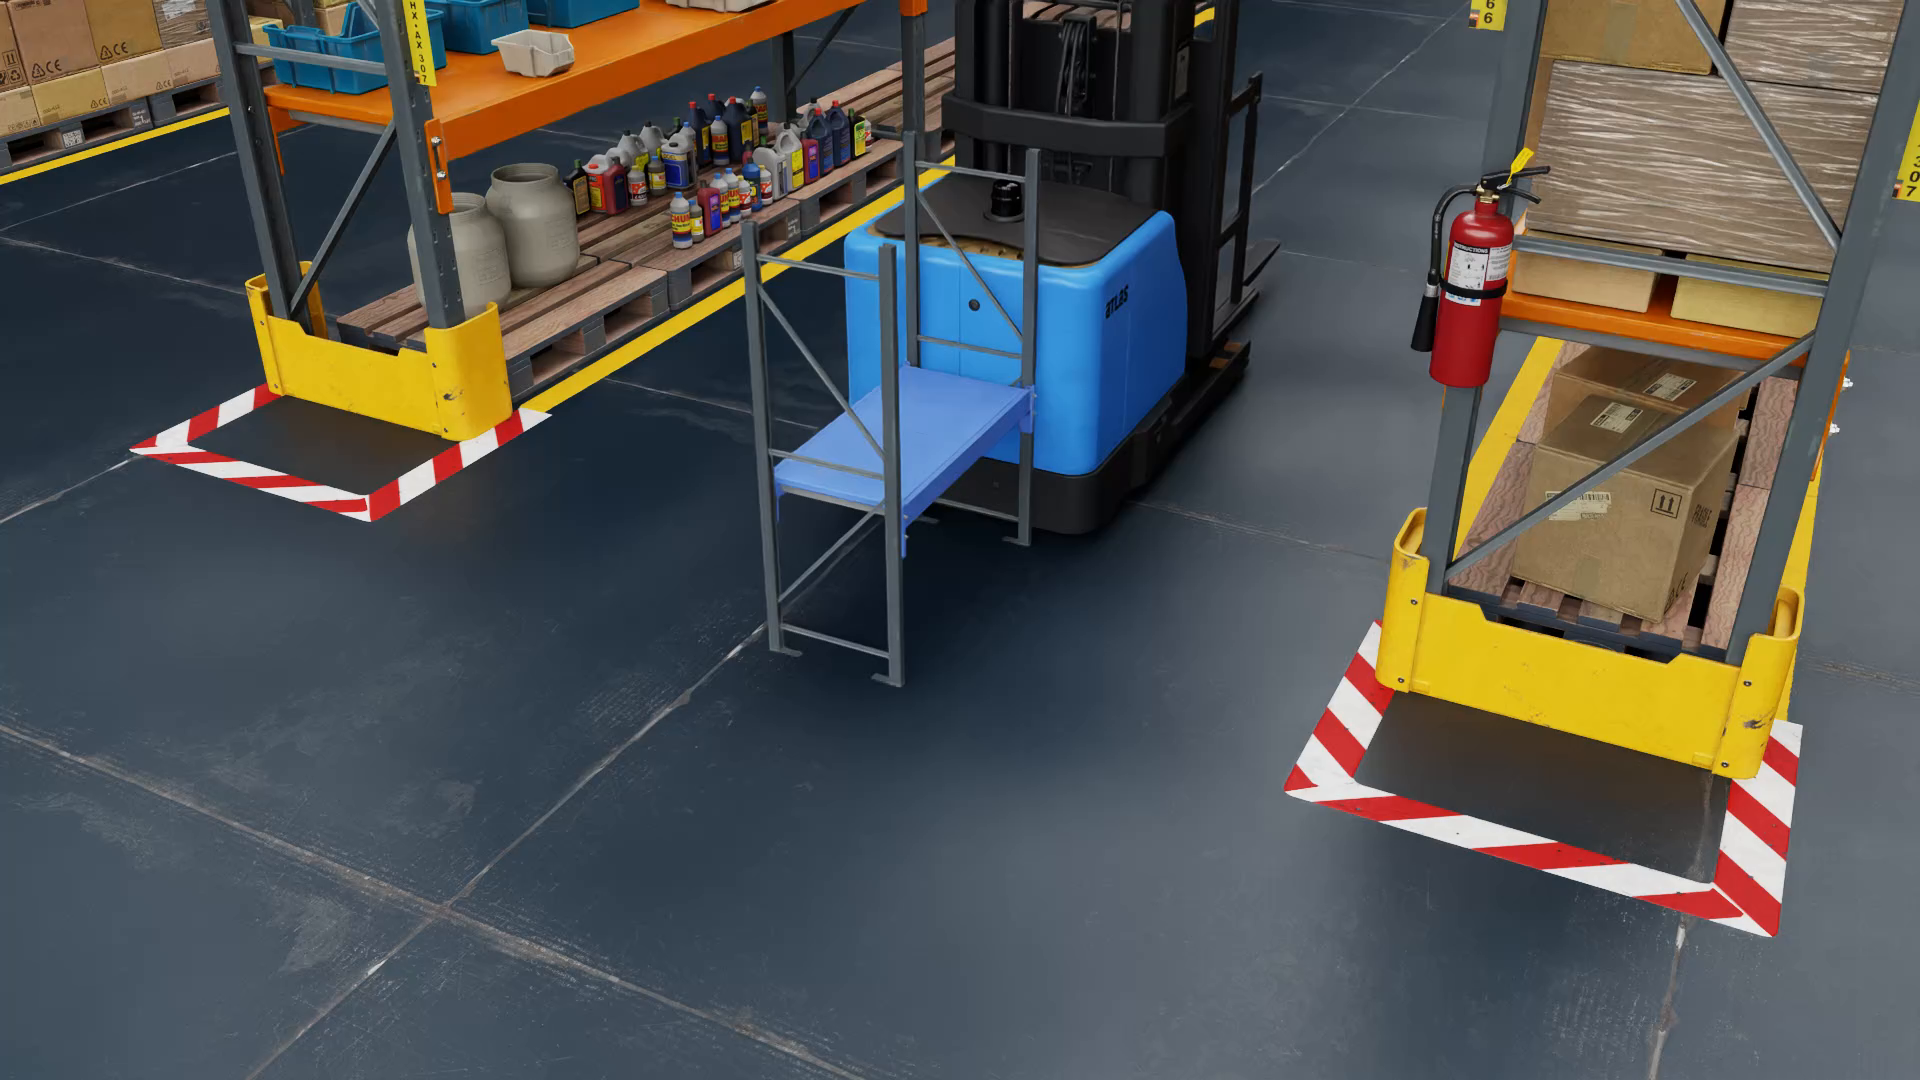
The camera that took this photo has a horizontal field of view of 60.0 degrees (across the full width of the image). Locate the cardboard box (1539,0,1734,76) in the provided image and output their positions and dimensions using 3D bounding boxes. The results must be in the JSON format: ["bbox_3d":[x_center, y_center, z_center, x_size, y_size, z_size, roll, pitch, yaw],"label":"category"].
[{"bbox_3d":[1.936,-1.650,4.709,0.500,0.500,0.500,14,33,23],"label":"cardboard box"}]

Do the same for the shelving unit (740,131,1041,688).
[{"bbox_3d":[-0.187,-0.457,5.540,0.538,1.500,1.048,14,33,22],"label":"shelving unit"}]

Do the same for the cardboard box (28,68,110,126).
[{"bbox_3d":[-5.784,-2.835,10.514,0.500,0.250,0.500,14,33,23],"label":"cardboard box"}]

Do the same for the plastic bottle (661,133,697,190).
[{"bbox_3d":[-1.555,-2.093,9.175,0.152,0.276,0.135,14,33,23],"label":"plastic bottle"}]

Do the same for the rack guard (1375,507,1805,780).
[{"bbox_3d":[1.940,0.306,5.215,1.175,0.500,0.348,14,33,23],"label":"rack guard"}]

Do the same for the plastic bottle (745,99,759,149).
[{"bbox_3d":[-1.245,-2.439,9.771,0.061,0.283,0.133,14,33,23],"label":"plastic bottle"}]

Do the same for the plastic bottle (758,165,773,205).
[{"bbox_3d":[-1.060,-1.910,8.932,0.097,0.201,0.097,0,30,0],"label":"plastic bottle"}]

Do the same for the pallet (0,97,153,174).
[{"bbox_3d":[-6.043,-2.672,10.690,1.003,0.211,1.213,14,33,23],"label":"pallet"}]

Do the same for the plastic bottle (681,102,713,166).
[{"bbox_3d":[-1.504,-2.336,9.524,0.144,0.351,0.185,13,32,21],"label":"plastic bottle"}]

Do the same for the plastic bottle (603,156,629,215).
[{"bbox_3d":[-1.823,-1.876,8.791,0.061,0.283,0.133,14,33,23],"label":"plastic bottle"}]

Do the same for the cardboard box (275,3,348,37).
[{"bbox_3d":[-4.685,-3.879,12.332,0.500,0.250,0.500,13,33,22],"label":"cardboard box"}]

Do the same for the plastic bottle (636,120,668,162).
[{"bbox_3d":[-1.698,-2.148,9.196,0.144,0.351,0.185,14,33,23],"label":"plastic bottle"}]

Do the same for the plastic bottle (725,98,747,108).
[{"bbox_3d":[-1.340,-2.460,9.814,0.152,0.276,0.135,16,33,25],"label":"plastic bottle"}]

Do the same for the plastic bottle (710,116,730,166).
[{"bbox_3d":[-1.377,-2.294,9.530,0.097,0.271,0.097,0,30,0],"label":"plastic bottle"}]

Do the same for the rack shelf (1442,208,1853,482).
[{"bbox_3d":[2.817,-1.319,6.257,1.077,0.370,4.000,14,33,23],"label":"rack shelf"}]

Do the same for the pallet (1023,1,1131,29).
[{"bbox_3d":[0.753,-3.871,12.778,1.003,0.211,1.213,14,33,23],"label":"pallet"}]

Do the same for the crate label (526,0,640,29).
[{"bbox_3d":[-1.906,-2.761,8.010,0.502,0.435,0.616,14,33,23],"label":"crate label"}]

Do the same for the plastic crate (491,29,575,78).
[{"bbox_3d":[-1.809,-2.077,7.120,0.298,0.136,0.250,14,33,23],"label":"plastic crate"}]

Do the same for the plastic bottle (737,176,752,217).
[{"bbox_3d":[-1.153,-1.819,8.773,0.097,0.201,0.097,0,30,0],"label":"plastic bottle"}]

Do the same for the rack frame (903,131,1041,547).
[{"bbox_3d":[0.037,-0.684,5.935,0.500,1.500,0.032,14,33,22],"label":"rack frame"}]

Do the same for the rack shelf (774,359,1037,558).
[{"bbox_3d":[-0.187,-0.301,5.629,0.538,0.185,1.000,14,33,22],"label":"rack shelf"}]

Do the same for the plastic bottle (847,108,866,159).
[{"bbox_3d":[-0.607,-2.366,9.644,0.061,0.283,0.133,16,34,26],"label":"plastic bottle"}]

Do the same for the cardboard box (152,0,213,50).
[{"bbox_3d":[-5.344,-3.607,11.106,0.500,0.500,0.500,14,33,23],"label":"cardboard box"}]

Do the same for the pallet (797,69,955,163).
[{"bbox_3d":[-0.358,-2.789,10.895,1.003,0.211,1.213,14,33,23],"label":"pallet"}]

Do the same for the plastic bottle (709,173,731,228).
[{"bbox_3d":[-1.244,-1.761,8.602,0.097,0.271,0.097,0,30,0],"label":"plastic bottle"}]

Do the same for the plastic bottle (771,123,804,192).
[{"bbox_3d":[-0.953,-2.104,9.120,0.144,0.351,0.185,14,33,23],"label":"plastic bottle"}]

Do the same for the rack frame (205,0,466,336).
[{"bbox_3d":[-2.503,-1.868,6.491,1.000,3.000,0.127,14,33,23],"label":"rack frame"}]

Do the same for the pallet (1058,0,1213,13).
[{"bbox_3d":[1.463,-4.564,13.986,1.003,0.211,1.213,14,33,23],"label":"pallet"}]

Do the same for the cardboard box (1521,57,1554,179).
[{"bbox_3d":[2.302,-1.403,5.282,0.875,0.500,0.500,14,33,23],"label":"cardboard box"}]

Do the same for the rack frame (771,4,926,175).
[{"bbox_3d":[-0.681,-3.641,9.579,1.000,3.000,0.127,14,33,23],"label":"rack frame"}]

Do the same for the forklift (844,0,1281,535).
[{"bbox_3d":[0.661,-2.002,6.793,1.130,2.935,3.031,14,33,22],"label":"forklift"}]

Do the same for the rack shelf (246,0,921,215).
[{"bbox_3d":[-1.592,-2.443,8.214,1.077,0.370,4.000,14,33,23],"label":"rack shelf"}]

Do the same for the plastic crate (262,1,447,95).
[{"bbox_3d":[-2.542,-2.093,7.033,0.499,0.251,0.616,14,33,23],"label":"plastic crate"}]

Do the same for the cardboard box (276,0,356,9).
[{"bbox_3d":[-4.679,-4.126,12.200,0.500,0.311,0.500,14,33,23],"label":"cardboard box"}]

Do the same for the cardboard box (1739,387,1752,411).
[{"bbox_3d":[3.043,-0.899,6.892,0.500,0.500,0.500,11,32,19],"label":"cardboard box"}]

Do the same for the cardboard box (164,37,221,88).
[{"bbox_3d":[-5.342,-3.282,11.292,0.500,0.250,0.500,14,33,23],"label":"cardboard box"}]

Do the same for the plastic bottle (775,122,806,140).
[{"bbox_3d":[-0.949,-2.237,9.428,0.152,0.276,0.135,14,33,23],"label":"plastic bottle"}]

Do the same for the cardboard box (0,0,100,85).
[{"bbox_3d":[-5.783,-3.160,10.327,0.500,0.500,0.500,14,33,23],"label":"cardboard box"}]

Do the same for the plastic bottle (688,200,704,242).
[{"bbox_3d":[-1.353,-1.624,8.435,0.097,0.201,0.097,0,30,0],"label":"plastic bottle"}]

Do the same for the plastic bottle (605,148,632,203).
[{"bbox_3d":[-1.855,-1.958,8.941,0.152,0.276,0.135,13,32,22],"label":"plastic bottle"}]

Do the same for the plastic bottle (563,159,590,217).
[{"bbox_3d":[-2.020,-1.850,8.746,0.061,0.283,0.133,15,33,24],"label":"plastic bottle"}]

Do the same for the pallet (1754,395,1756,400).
[{"bbox_3d":[3.453,-1.003,7.784,1.003,0.211,1.213,14,33,23],"label":"pallet"}]

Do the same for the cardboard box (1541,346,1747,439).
[{"bbox_3d":[2.447,-0.388,6.003,0.500,0.500,0.500,24,38,36],"label":"cardboard box"}]

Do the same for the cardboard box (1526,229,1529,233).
[{"bbox_3d":[2.034,-1.042,5.305,0.380,0.149,0.250,14,33,23],"label":"cardboard box"}]

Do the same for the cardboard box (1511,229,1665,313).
[{"bbox_3d":[1.852,-0.809,4.898,0.380,0.149,0.250,14,33,23],"label":"cardboard box"}]

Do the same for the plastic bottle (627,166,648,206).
[{"bbox_3d":[-1.735,-1.906,8.925,0.097,0.201,0.097,0,30,0],"label":"plastic bottle"}]

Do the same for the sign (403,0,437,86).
[{"bbox_3d":[-2.016,-1.861,6.201,0.100,0.325,0.005,14,33,23],"label":"sign"}]

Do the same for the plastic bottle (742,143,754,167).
[{"bbox_3d":[-1.125,-2.028,9.055,0.061,0.283,0.133,14,33,23],"label":"plastic bottle"}]

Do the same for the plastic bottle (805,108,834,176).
[{"bbox_3d":[-0.806,-2.247,9.370,0.144,0.351,0.185,13,32,21],"label":"plastic bottle"}]

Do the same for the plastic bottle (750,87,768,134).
[{"bbox_3d":[-1.217,-2.607,10.076,0.097,0.271,0.097,0,30,0],"label":"plastic bottle"}]

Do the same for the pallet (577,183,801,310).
[{"bbox_3d":[-1.579,-1.601,8.826,1.003,0.211,1.213,14,33,23],"label":"pallet"}]

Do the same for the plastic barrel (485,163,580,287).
[{"bbox_3d":[-2.043,-1.503,7.931,0.421,0.512,0.421,0,30,0],"label":"plastic barrel"}]

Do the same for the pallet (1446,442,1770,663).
[{"bbox_3d":[2.342,0.079,5.901,1.003,0.211,1.213,14,33,23],"label":"pallet"}]
